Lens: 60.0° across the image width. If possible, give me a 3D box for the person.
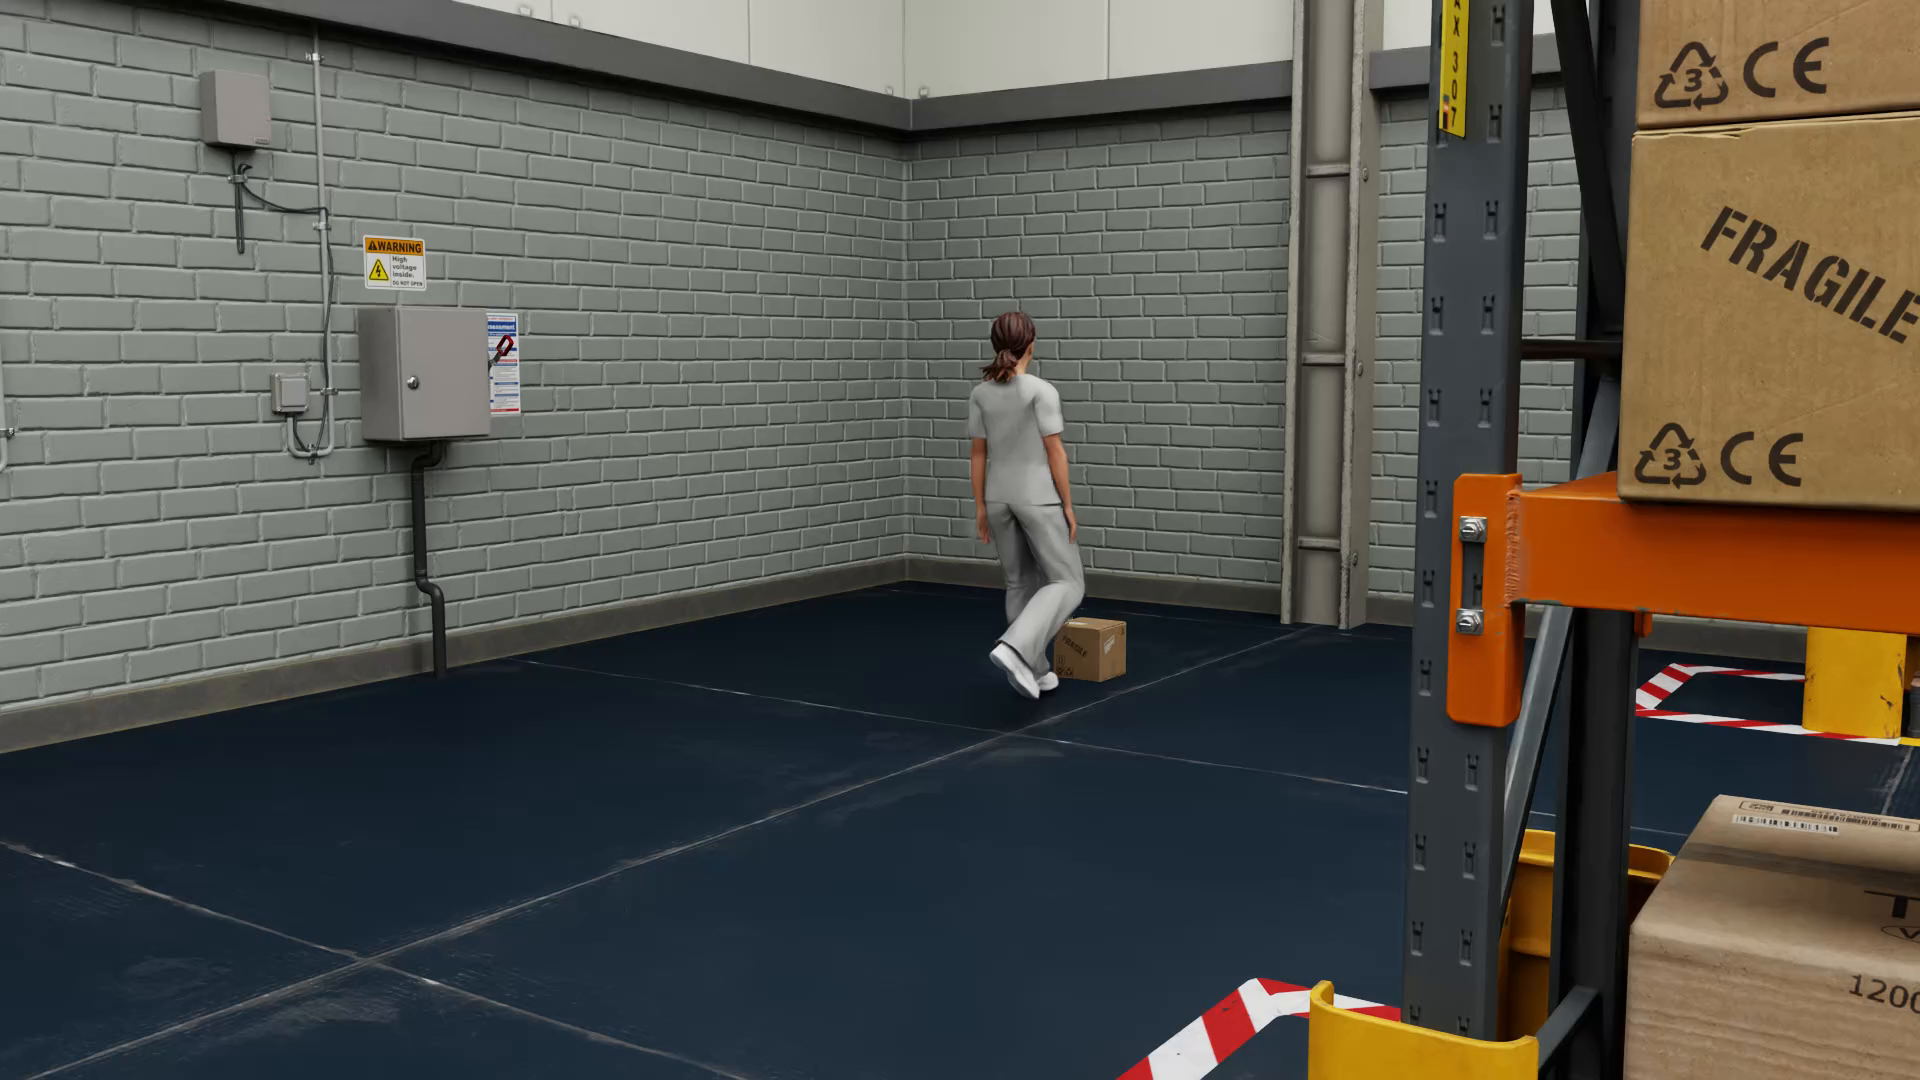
[{"bbox_3d":[0.279,-0.129,7.039,0.470,1.653,0.752,5,8,36],"label":"person"}]
